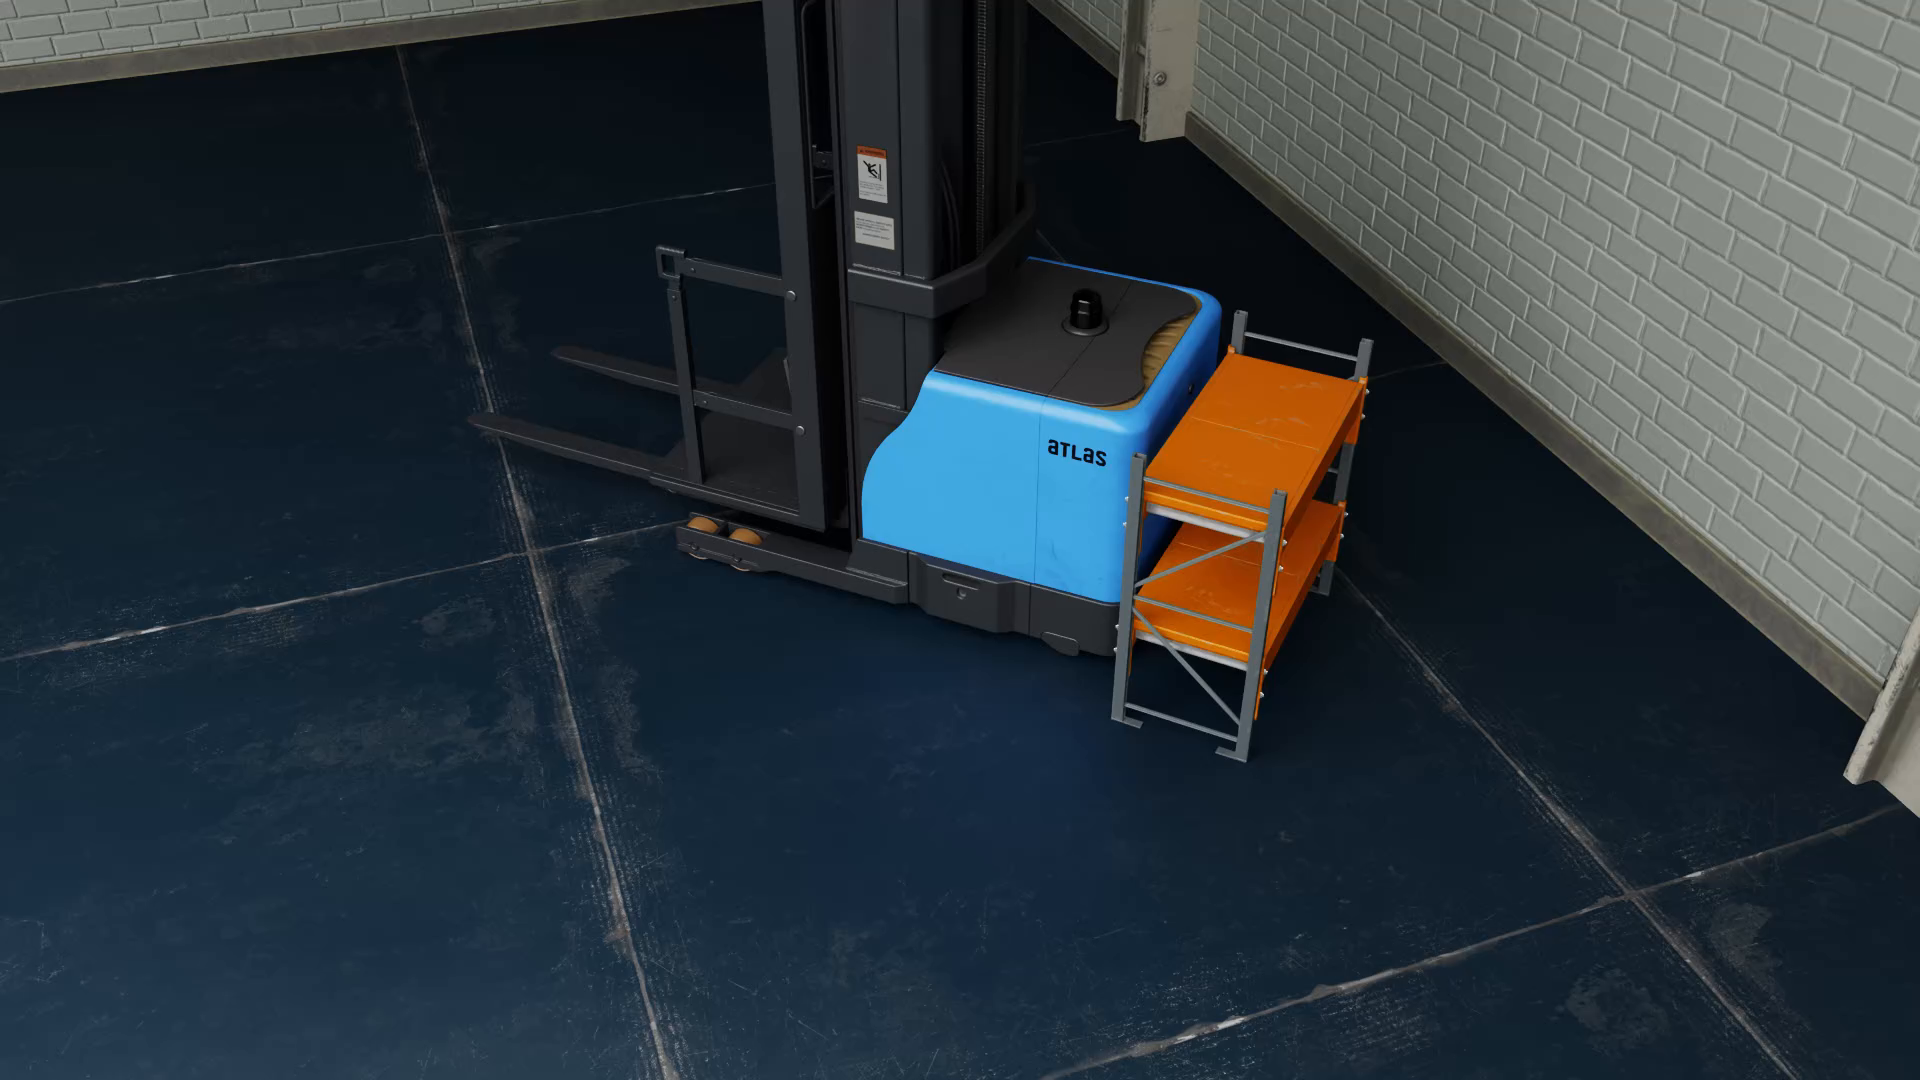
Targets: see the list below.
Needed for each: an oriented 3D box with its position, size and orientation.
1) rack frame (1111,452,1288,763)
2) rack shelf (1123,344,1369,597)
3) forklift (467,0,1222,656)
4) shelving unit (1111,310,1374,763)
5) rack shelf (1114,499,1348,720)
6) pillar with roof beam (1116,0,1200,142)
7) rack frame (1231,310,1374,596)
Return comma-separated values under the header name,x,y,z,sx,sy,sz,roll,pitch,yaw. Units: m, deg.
name,x,y,z,sx,sy,sz,roll,pitch,yaw
rack frame,0.769,0.245,5.489,0.500,1.125,0.032,16,40,20
rack shelf,0.992,-0.264,5.678,0.538,0.278,1.000,16,40,20
forklift,-0.575,-1.322,6.069,3.031,2.935,1.130,15,39,19
shelving unit,0.991,-0.030,5.854,0.538,1.125,1.048,16,40,20
rack shelf,0.991,0.165,6.002,0.538,0.278,1.000,16,40,20
pillar with roof beam,-2.877,-5.213,6.191,9.100,9.000,0.400,-12,39,-16
rack frame,1.214,-0.305,6.219,0.500,1.125,0.032,16,40,20
